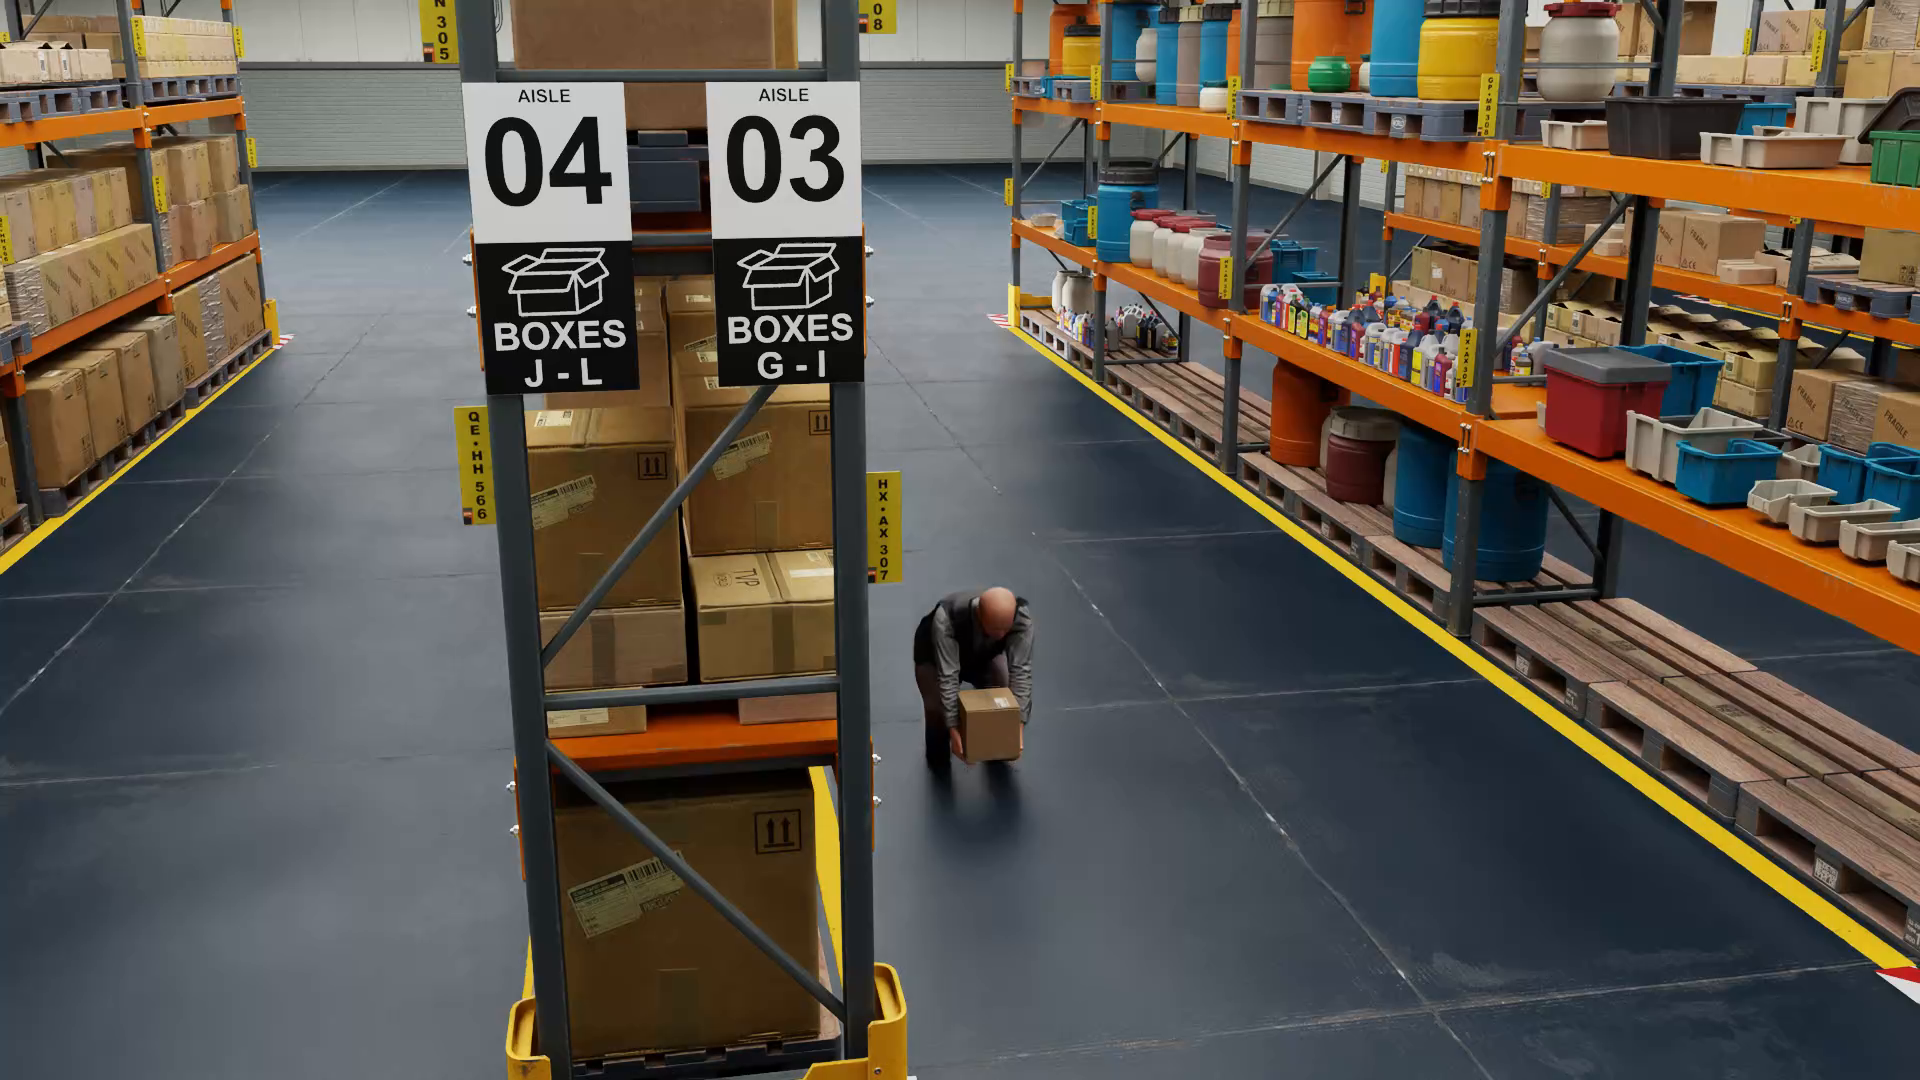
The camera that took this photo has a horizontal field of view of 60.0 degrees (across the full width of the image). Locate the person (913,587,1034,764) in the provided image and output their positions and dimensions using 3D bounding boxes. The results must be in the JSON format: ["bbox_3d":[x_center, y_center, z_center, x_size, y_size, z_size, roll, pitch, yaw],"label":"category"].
[{"bbox_3d":[0.070,0.606,7.863,0.519,0.972,0.857,-3,17,-12],"label":"person"}]
